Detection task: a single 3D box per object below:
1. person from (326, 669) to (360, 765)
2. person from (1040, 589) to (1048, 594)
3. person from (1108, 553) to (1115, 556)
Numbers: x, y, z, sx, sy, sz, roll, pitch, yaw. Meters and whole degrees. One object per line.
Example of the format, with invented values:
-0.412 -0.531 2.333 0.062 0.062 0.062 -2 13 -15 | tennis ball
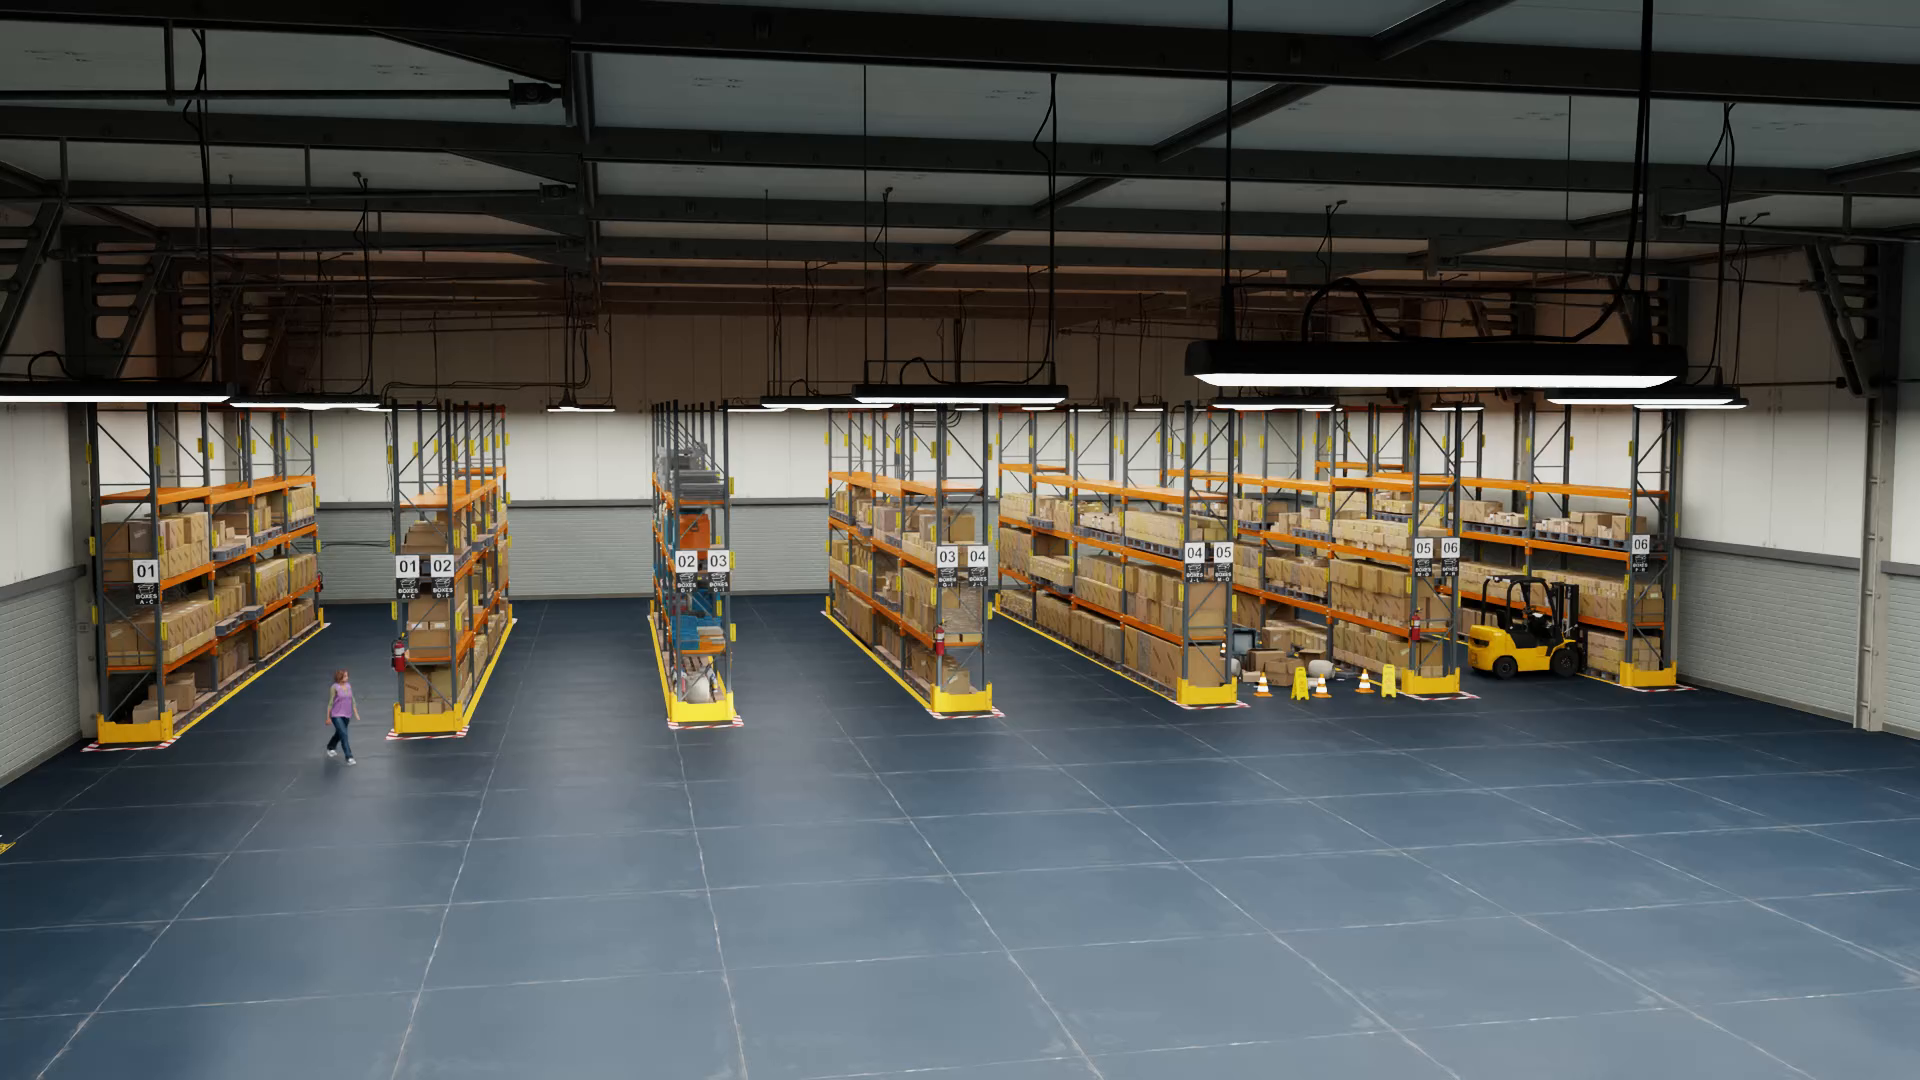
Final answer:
-10.159 2.878 27.333 1.015 1.532 0.480 3 5 38 | person
2.621 0.974 51.880 0.451 1.650 0.714 4 6 44 | person
4.368 1.221 48.374 1.141 1.707 0.510 2 5 22 | person
